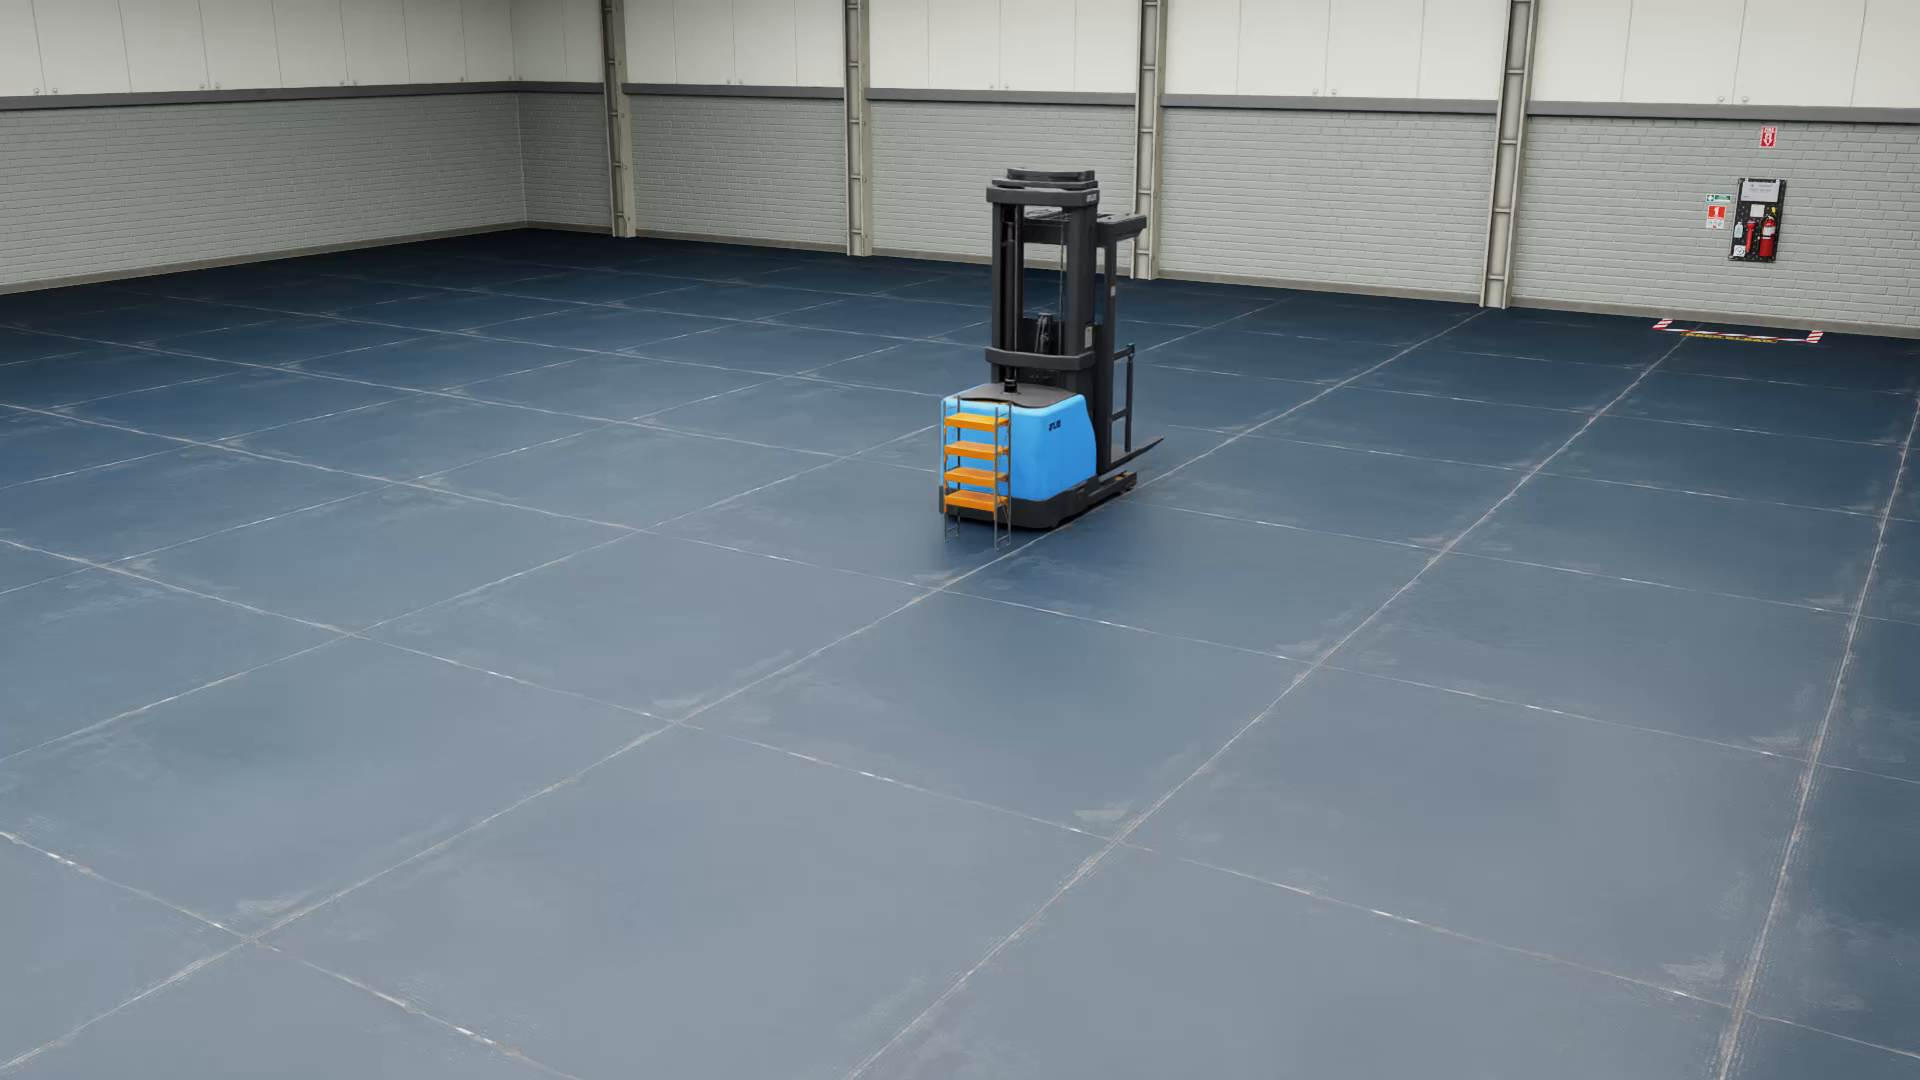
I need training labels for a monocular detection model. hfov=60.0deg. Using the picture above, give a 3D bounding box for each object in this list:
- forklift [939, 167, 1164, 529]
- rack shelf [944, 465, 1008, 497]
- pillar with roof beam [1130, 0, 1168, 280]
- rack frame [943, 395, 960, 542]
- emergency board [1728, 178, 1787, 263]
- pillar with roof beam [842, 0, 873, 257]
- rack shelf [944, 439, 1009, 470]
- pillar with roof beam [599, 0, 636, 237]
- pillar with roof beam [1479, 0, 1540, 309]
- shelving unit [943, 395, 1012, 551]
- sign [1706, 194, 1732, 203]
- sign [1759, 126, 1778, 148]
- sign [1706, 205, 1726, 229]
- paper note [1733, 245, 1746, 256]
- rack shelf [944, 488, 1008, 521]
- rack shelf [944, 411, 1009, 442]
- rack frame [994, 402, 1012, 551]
[{"bbox_3d":[0.985,-1.877,15.016,1.130,2.935,3.031,9,19,28],"label":"forklift"},{"bbox_3d":[0.141,-0.485,13.643,0.480,0.148,0.258,10,20,30],"label":"rack shelf"},{"bbox_3d":[0.944,-7.783,24.022,0.400,9.000,9.100,10,20,30],"label":"pillar with roof beam"},{"bbox_3d":[-0.067,-0.586,13.746,0.015,1.200,0.240,10,20,30],"label":"rack frame"},{"bbox_3d":[11.337,-4.539,23.664,0.643,1.169,0.194,10,20,30],"label":"emergency board"},{"bbox_3d":[-4.168,-8.696,27.027,0.400,9.000,9.100,10,20,30],"label":"pillar with roof beam"},{"bbox_3d":[0.141,-0.699,13.578,0.480,0.148,0.258,10,20,30],"label":"rack shelf"},{"bbox_3d":[-9.281,-9.609,30.031,0.400,9.000,9.100,10,20,30],"label":"pillar with roof beam"},{"bbox_3d":[6.057,-6.871,21.018,0.400,9.000,9.100,10,20,30],"label":"pillar with roof beam"},{"bbox_3d":[0.141,-0.549,13.624,0.503,1.200,0.258,10,20,30],"label":"shelving unit"},{"bbox_3d":[10.919,-4.917,23.933,0.331,0.109,0.001,10,20,30],"label":"sign"},{"bbox_3d":[11.382,-5.674,23.412,0.199,0.298,0.001,10,20,30],"label":"sign"},{"bbox_3d":[10.920,-4.666,24.020,0.234,0.329,0.001,10,20,30],"label":"sign"},{"bbox_3d":[11.222,-4.162,23.937,0.142,0.148,0.016,10,20,30],"label":"paper note"},{"bbox_3d":[0.141,-0.295,13.701,0.480,0.148,0.258,10,20,30],"label":"rack shelf"},{"bbox_3d":[0.141,-0.925,13.510,0.480,0.148,0.258,10,20,30],"label":"rack shelf"},{"bbox_3d":[0.349,-0.512,13.502,0.015,1.200,0.240,10,20,30],"label":"rack frame"}]
